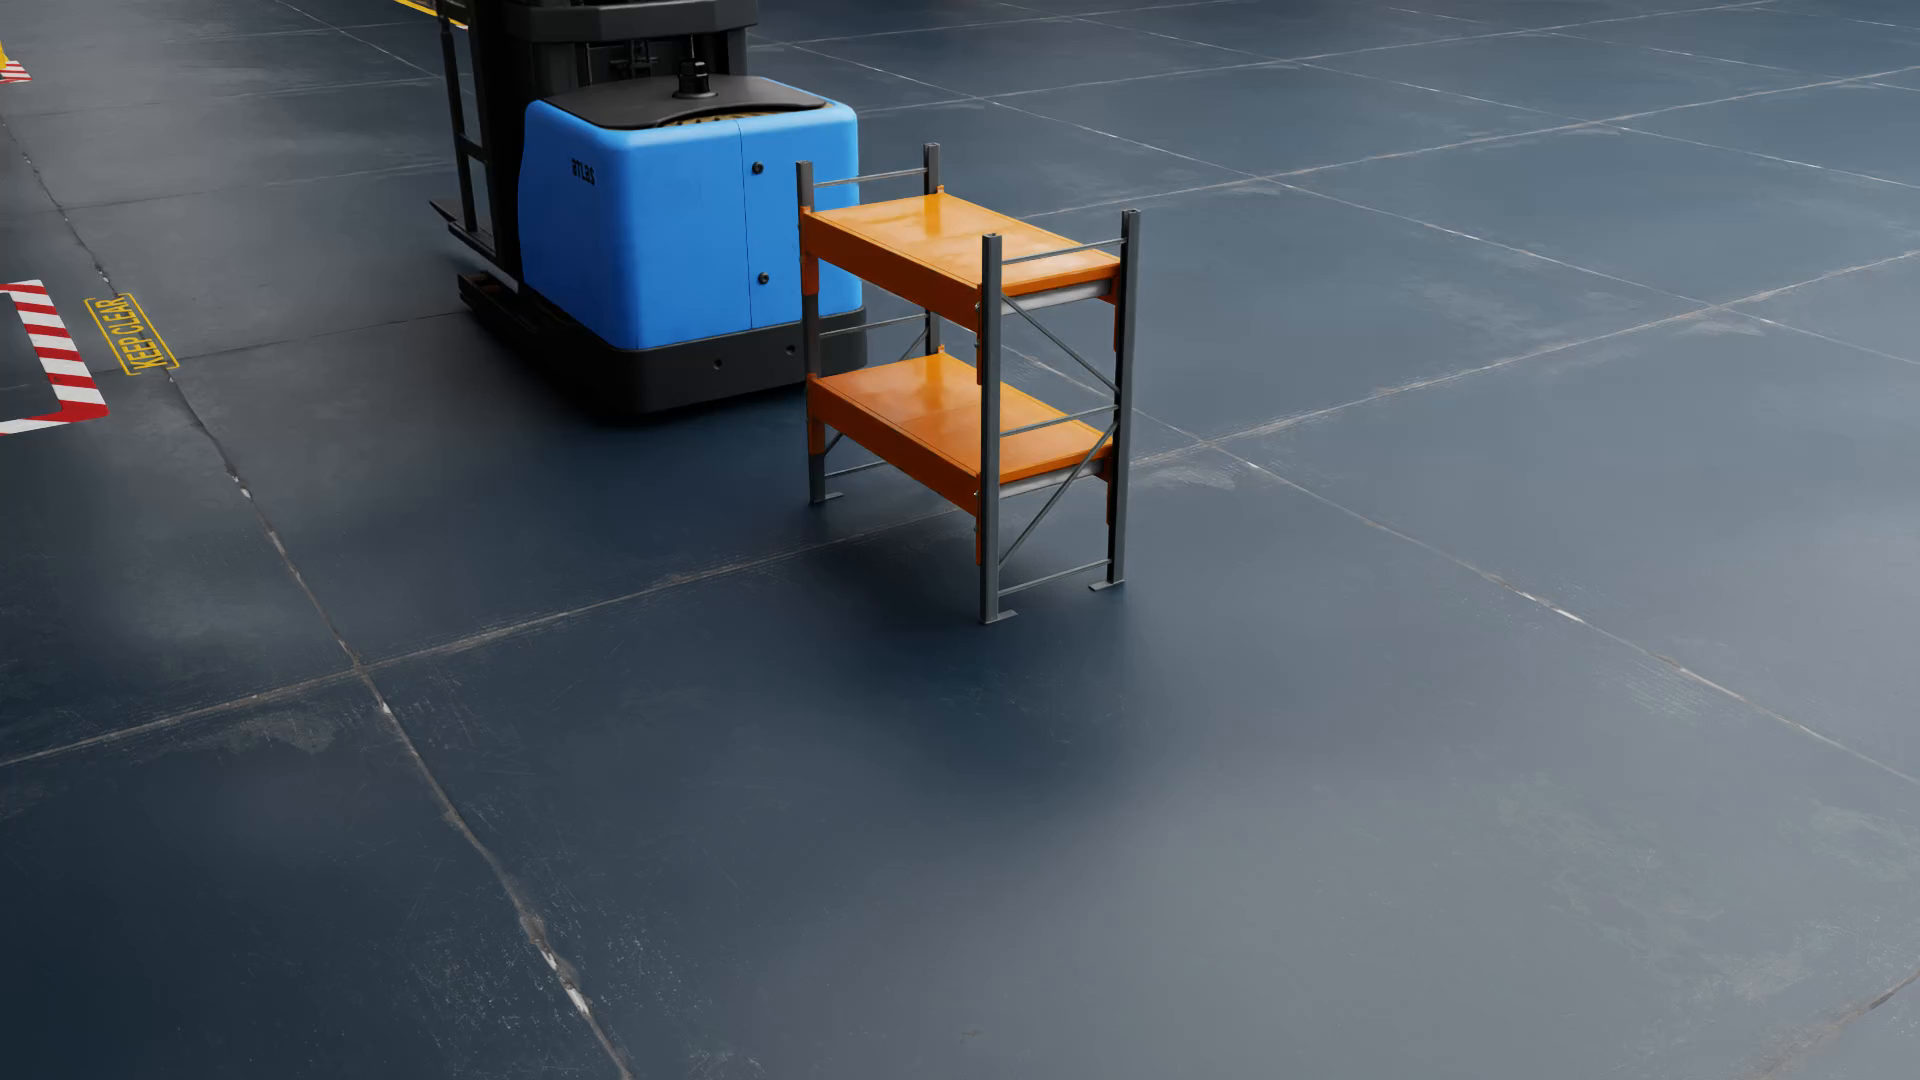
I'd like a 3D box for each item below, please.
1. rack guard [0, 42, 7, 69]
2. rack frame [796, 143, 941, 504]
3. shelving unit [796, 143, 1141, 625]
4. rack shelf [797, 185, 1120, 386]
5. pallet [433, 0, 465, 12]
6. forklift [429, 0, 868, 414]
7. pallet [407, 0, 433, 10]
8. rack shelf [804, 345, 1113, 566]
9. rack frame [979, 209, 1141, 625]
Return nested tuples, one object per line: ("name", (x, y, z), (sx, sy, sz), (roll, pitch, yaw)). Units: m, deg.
("rack guard", (-8.106, -3.872, 12.867), (1.175, 0.500, 0.348), (-16, 29, -30))
("rack frame", (-0.281, -0.693, 5.400), (0.500, 1.125, 0.032), (-16, 29, -30))
("shelving unit", (-0.004, -0.511, 5.015), (0.538, 1.125, 1.048), (-16, 29, -30))
("rack shelf", (-0.004, -0.776, 4.890), (0.538, 0.278, 1.000), (-16, 29, -30))
("pallet", (-4.369, -5.134, 15.878), (1.003, 0.211, 1.213), (-16, 29, -30))
("forklift", (-1.574, -2.368, 6.833), (1.130, 2.935, 3.031), (-15, 29, -29))
("pallet", (-5.031, -5.570, 16.801), (1.003, 0.211, 1.213), (-16, 29, -30))
("rack shelf", (-0.004, -0.290, 5.119), (0.538, 0.278, 1.000), (-16, 29, -30))
("rack frame", (0.274, -0.329, 4.630), (0.500, 1.125, 0.032), (-16, 29, -30))
